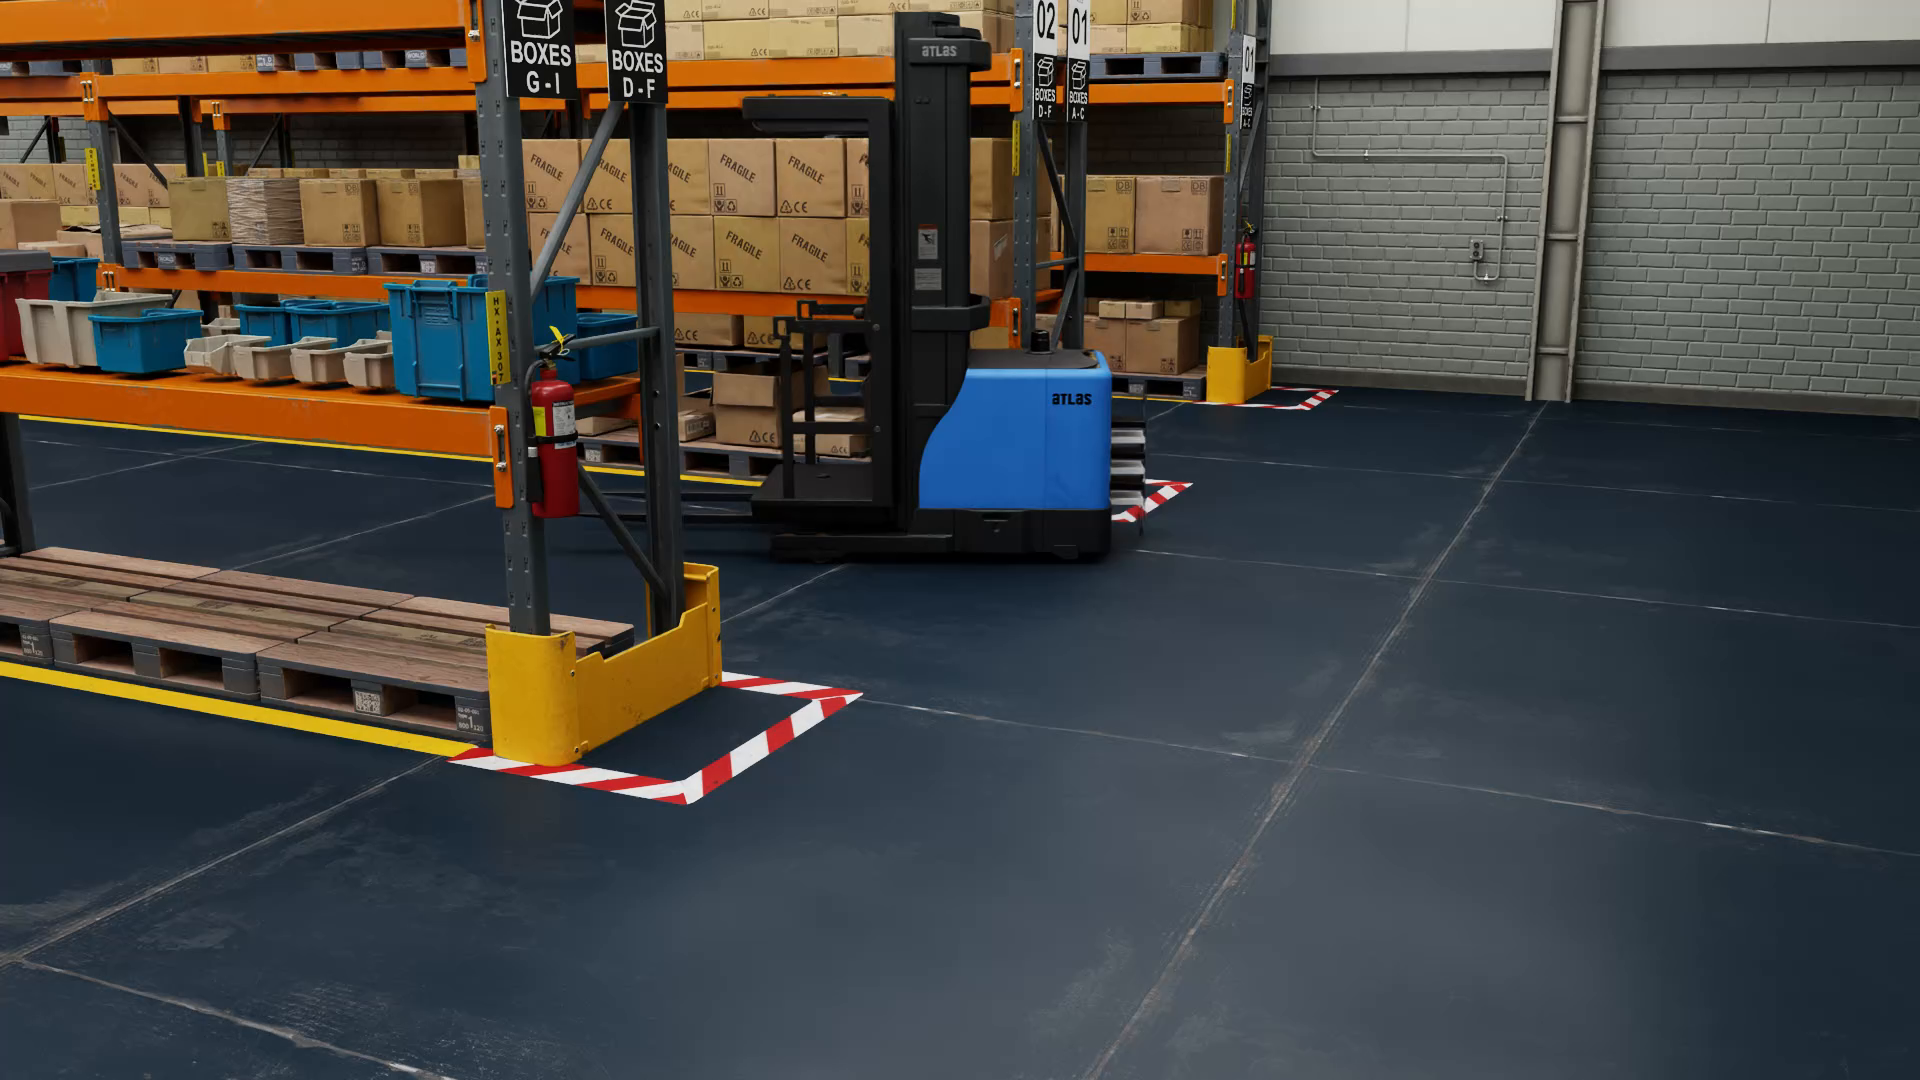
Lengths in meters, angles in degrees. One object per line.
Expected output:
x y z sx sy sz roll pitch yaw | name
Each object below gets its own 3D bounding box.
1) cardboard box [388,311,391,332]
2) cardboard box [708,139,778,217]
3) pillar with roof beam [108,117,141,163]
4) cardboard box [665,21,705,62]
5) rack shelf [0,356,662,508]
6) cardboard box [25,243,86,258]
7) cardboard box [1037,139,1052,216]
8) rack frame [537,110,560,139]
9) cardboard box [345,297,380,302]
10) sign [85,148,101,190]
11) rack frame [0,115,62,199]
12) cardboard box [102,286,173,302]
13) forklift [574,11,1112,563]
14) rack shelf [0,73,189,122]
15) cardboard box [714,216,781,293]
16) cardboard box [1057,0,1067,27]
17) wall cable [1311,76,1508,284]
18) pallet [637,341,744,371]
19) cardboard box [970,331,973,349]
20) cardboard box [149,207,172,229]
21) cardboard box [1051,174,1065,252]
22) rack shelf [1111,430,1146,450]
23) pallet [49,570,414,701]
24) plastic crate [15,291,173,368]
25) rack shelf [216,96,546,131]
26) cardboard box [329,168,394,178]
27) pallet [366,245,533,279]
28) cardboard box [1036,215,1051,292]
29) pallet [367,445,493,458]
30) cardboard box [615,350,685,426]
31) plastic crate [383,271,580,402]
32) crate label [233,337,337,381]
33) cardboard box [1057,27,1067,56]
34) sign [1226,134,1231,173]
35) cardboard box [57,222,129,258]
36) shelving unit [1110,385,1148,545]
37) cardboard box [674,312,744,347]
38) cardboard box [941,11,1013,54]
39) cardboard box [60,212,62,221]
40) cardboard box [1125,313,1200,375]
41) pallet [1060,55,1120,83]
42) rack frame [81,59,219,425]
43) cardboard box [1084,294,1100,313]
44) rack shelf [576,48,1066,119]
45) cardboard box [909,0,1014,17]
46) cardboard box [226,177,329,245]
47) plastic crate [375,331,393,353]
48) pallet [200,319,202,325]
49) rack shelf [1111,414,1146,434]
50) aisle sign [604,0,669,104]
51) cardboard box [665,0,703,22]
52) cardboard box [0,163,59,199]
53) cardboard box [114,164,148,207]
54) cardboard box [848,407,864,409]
-4.329 -1.706 13.328 0.500 0.250 0.500 6 14 23 | cardboard box
-1.340 -2.446 11.206 0.500 0.500 0.500 6 15 25 | cardboard box
-12.793 -6.439 17.496 0.400 9.000 9.100 6 14 23 | pillar with roof beam
-1.815 -3.353 11.240 0.500 0.250 0.500 6 14 23 | cardboard box
-3.252 -0.586 7.263 4.000 0.370 1.077 6 14 23 | rack shelf
-7.663 -2.429 14.091 0.250 0.149 0.380 6 14 23 | cardboard box
0.287 -2.417 11.083 0.500 0.500 0.500 6 15 25 | cardboard box
-4.725 -3.561 18.365 0.127 3.000 1.000 6 14 23 | rack frame
-6.760 -2.771 19.506 0.500 0.500 0.700 6 14 24 | cardboard box
-6.950 -2.974 13.326 0.005 0.325 0.100 6 14 23 | sign
-12.040 -4.301 21.520 0.127 3.000 1.000 6 14 23 | rack frame
-10.272 -3.085 20.843 0.500 0.500 0.700 5 14 20 | cardboard box
-0.661 -1.419 9.387 3.031 2.935 1.130 0 13 2 | forklift
-8.557 -3.821 14.482 4.000 0.370 1.077 6 14 23 | rack shelf
-1.324 -1.960 11.324 0.500 0.500 0.500 6 14 22 | cardboard box
0.876 -4.932 15.191 0.500 0.500 0.500 5 14 21 | cardboard box
4.143 -3.395 15.431 1.851 1.984 0.084 6 14 23 | wall cable
-2.924 -2.002 17.823 1.213 0.211 1.003 6 14 23 | pallet
0.032 -2.041 16.438 0.500 0.500 0.700 6 14 23 | cardboard box
-9.391 -3.896 20.078 0.500 0.250 0.500 6 14 23 | cardboard box
0.756 -3.149 15.954 0.700 0.700 0.980 5 14 21 | cardboard box
0.964 -0.581 9.617 0.200 0.077 0.258 0 13 2 | rack shelf
-3.273 0.408 7.553 1.213 0.211 1.003 6 14 23 | pallet
-3.759 -0.913 7.210 0.530 0.282 0.437 6 14 23 | plastic crate
-6.554 -4.856 18.893 4.000 0.370 1.077 6 14 23 | rack shelf
-6.808 -4.032 19.191 0.500 0.500 0.700 8 15 31 | cardboard box
-3.758 -2.159 12.811 1.213 0.211 1.003 6 14 23 | pallet
0.287 -1.931 11.198 0.500 0.500 0.500 6 15 24 | cardboard box
-3.830 -0.866 12.982 1.213 0.211 1.003 6 14 23 | pallet
-2.435 -1.160 12.640 0.500 0.500 0.500 6 14 23 | cardboard box
-1.806 -0.790 6.347 0.499 0.435 0.616 6 14 23 | plastic crate
-2.766 -0.741 6.791 0.243 0.136 0.396 6 14 23 | crate label
0.858 -4.569 15.283 0.500 0.250 0.500 5 14 22 | cardboard box
2.357 -3.388 14.573 0.005 0.325 0.100 6 14 23 | sign
-7.468 -2.606 14.489 0.500 0.311 0.500 6 14 23 | cardboard box
0.964 -0.438 9.650 0.210 0.900 0.258 0 13 2 | shelving unit
-2.529 -2.463 17.474 0.750 0.750 0.750 6 15 25 | cardboard box
0.010 -3.166 10.442 0.500 0.250 0.500 6 14 23 | cardboard box
-11.242 -4.082 20.867 0.500 0.250 0.500 5 14 21 | cardboard box
1.909 -1.852 15.635 0.500 0.500 0.700 6 14 23 | cardboard box
0.787 -4.417 15.641 1.213 0.211 1.003 6 14 23 | pallet
-6.728 -2.526 13.954 0.127 3.000 1.000 6 14 23 | rack frame
1.179 -2.292 16.087 0.250 0.149 0.380 6 14 24 | cardboard box
-1.243 -3.081 11.328 4.000 0.370 1.077 6 14 23 | rack shelf
0.013 -3.411 10.392 0.500 0.250 0.500 6 14 23 | cardboard box
-5.348 -2.620 13.216 0.500 0.500 0.700 9 16 34 | cardboard box
-2.396 -0.854 7.273 0.298 0.136 0.250 6 14 23 | plastic crate
-9.011 -2.628 20.494 1.213 0.211 1.003 6 14 23 | pallet
0.964 -0.668 9.596 0.200 0.077 0.258 0 13 2 | rack shelf
-1.238 -2.073 6.331 0.004 0.787 0.394 6 14 23 | aisle sign
-1.817 -3.595 11.178 0.500 0.250 0.500 6 14 23 | cardboard box
-11.725 -4.496 20.993 0.500 0.500 0.500 6 14 23 | cardboard box
-9.855 -4.306 20.182 0.500 0.500 0.500 5 14 22 | cardboard box
-0.711 -0.863 11.925 0.500 0.250 0.500 6 14 23 | cardboard box
